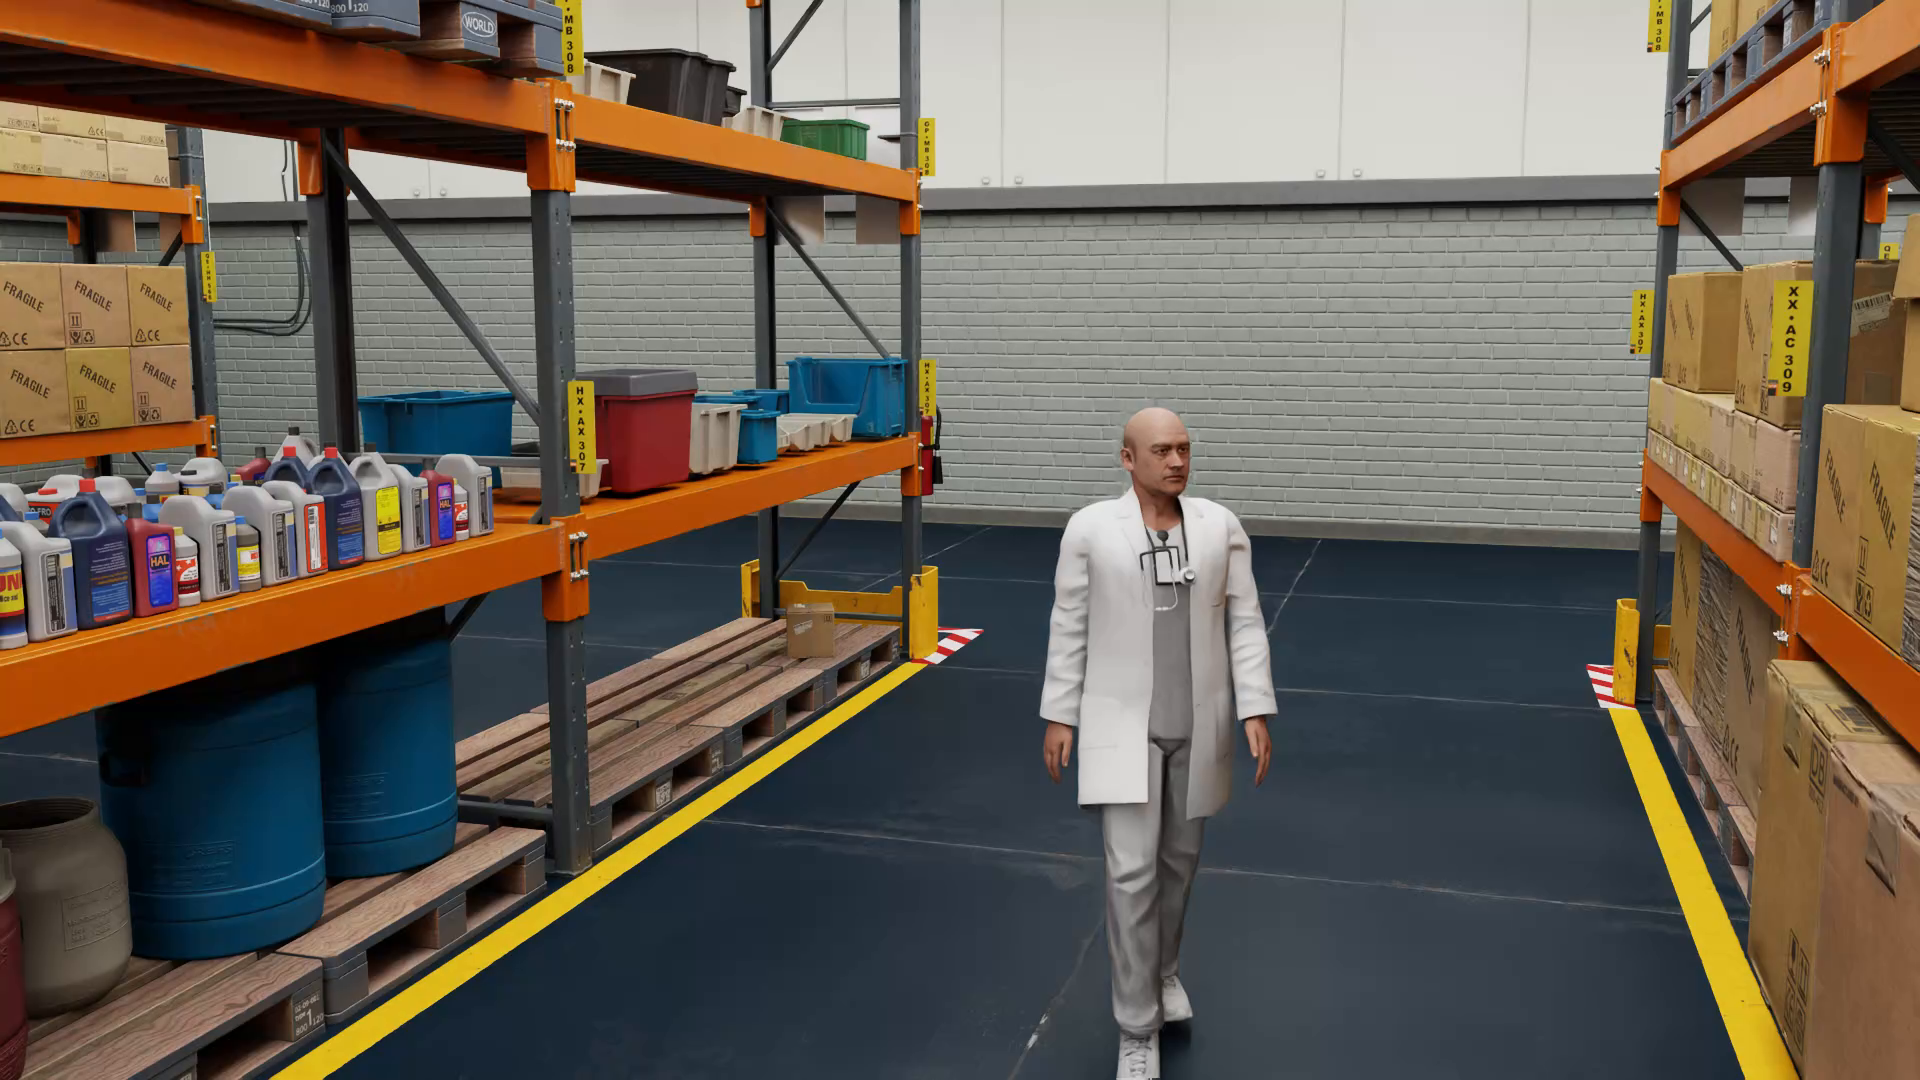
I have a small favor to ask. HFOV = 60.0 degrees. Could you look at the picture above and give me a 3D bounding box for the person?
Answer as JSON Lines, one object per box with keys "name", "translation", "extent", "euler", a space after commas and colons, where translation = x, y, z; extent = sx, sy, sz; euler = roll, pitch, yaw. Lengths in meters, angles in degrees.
{"name": "person", "translation": [0.555, 0.560, 4.599], "extent": [0.609, 1.844, 0.719], "euler": [-2, 8, -12]}
